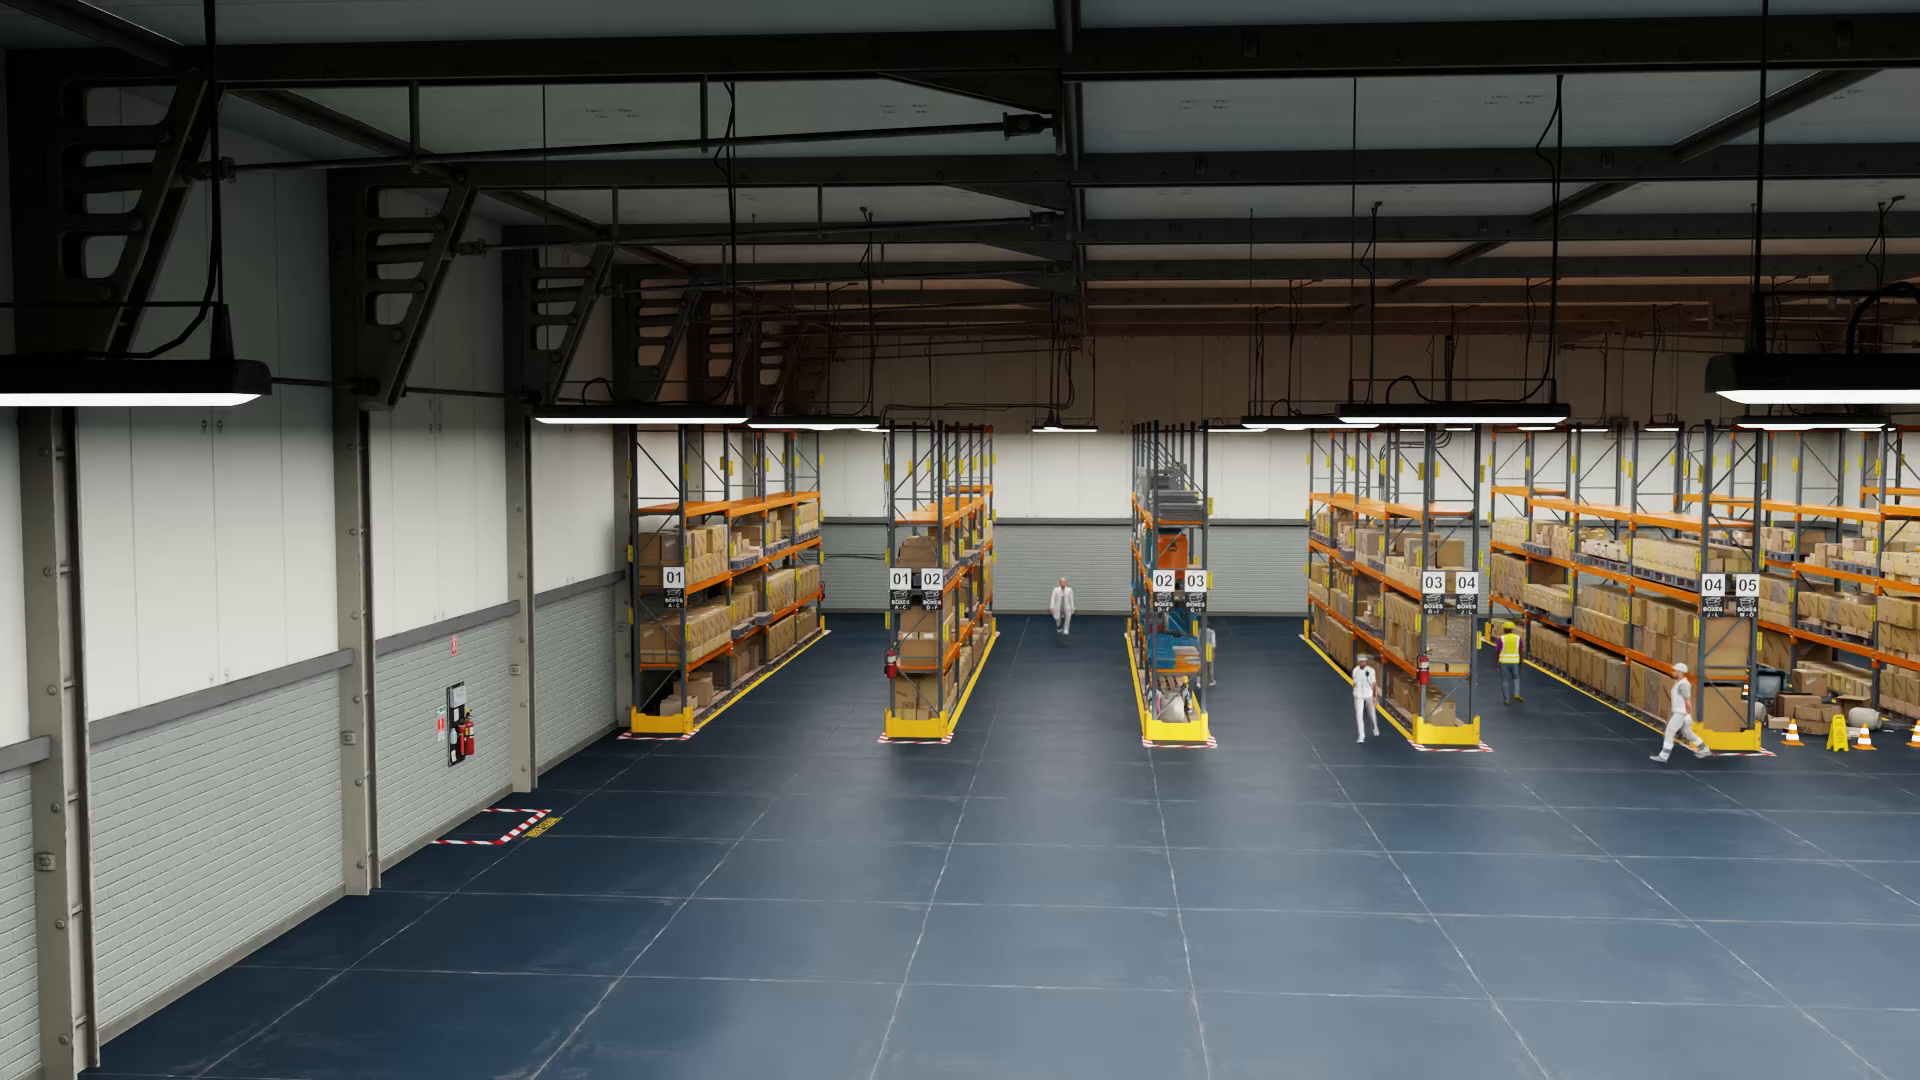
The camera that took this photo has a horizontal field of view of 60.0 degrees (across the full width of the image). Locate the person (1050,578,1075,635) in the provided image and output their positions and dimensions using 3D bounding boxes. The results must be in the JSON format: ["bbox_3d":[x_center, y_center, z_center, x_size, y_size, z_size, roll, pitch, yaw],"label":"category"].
[{"bbox_3d":[2.806,1.812,45.457,0.679,1.544,1.177,0,4,2],"label":"person"}]

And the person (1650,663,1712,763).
[{"bbox_3d":[12.580,3.013,28.968,1.075,1.748,0.540,1,4,8],"label":"person"}]

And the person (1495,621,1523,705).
[{"bbox_3d":[11.651,2.612,35.273,0.589,1.766,0.477,1,4,10],"label":"person"}]

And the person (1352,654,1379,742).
[{"bbox_3d":[7.589,2.930,31.129,0.482,1.637,0.918,2,4,23],"label":"person"}]

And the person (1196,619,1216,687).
[{"bbox_3d":[5.570,2.546,37.602,0.430,1.544,0.944,1,4,21],"label":"person"}]
